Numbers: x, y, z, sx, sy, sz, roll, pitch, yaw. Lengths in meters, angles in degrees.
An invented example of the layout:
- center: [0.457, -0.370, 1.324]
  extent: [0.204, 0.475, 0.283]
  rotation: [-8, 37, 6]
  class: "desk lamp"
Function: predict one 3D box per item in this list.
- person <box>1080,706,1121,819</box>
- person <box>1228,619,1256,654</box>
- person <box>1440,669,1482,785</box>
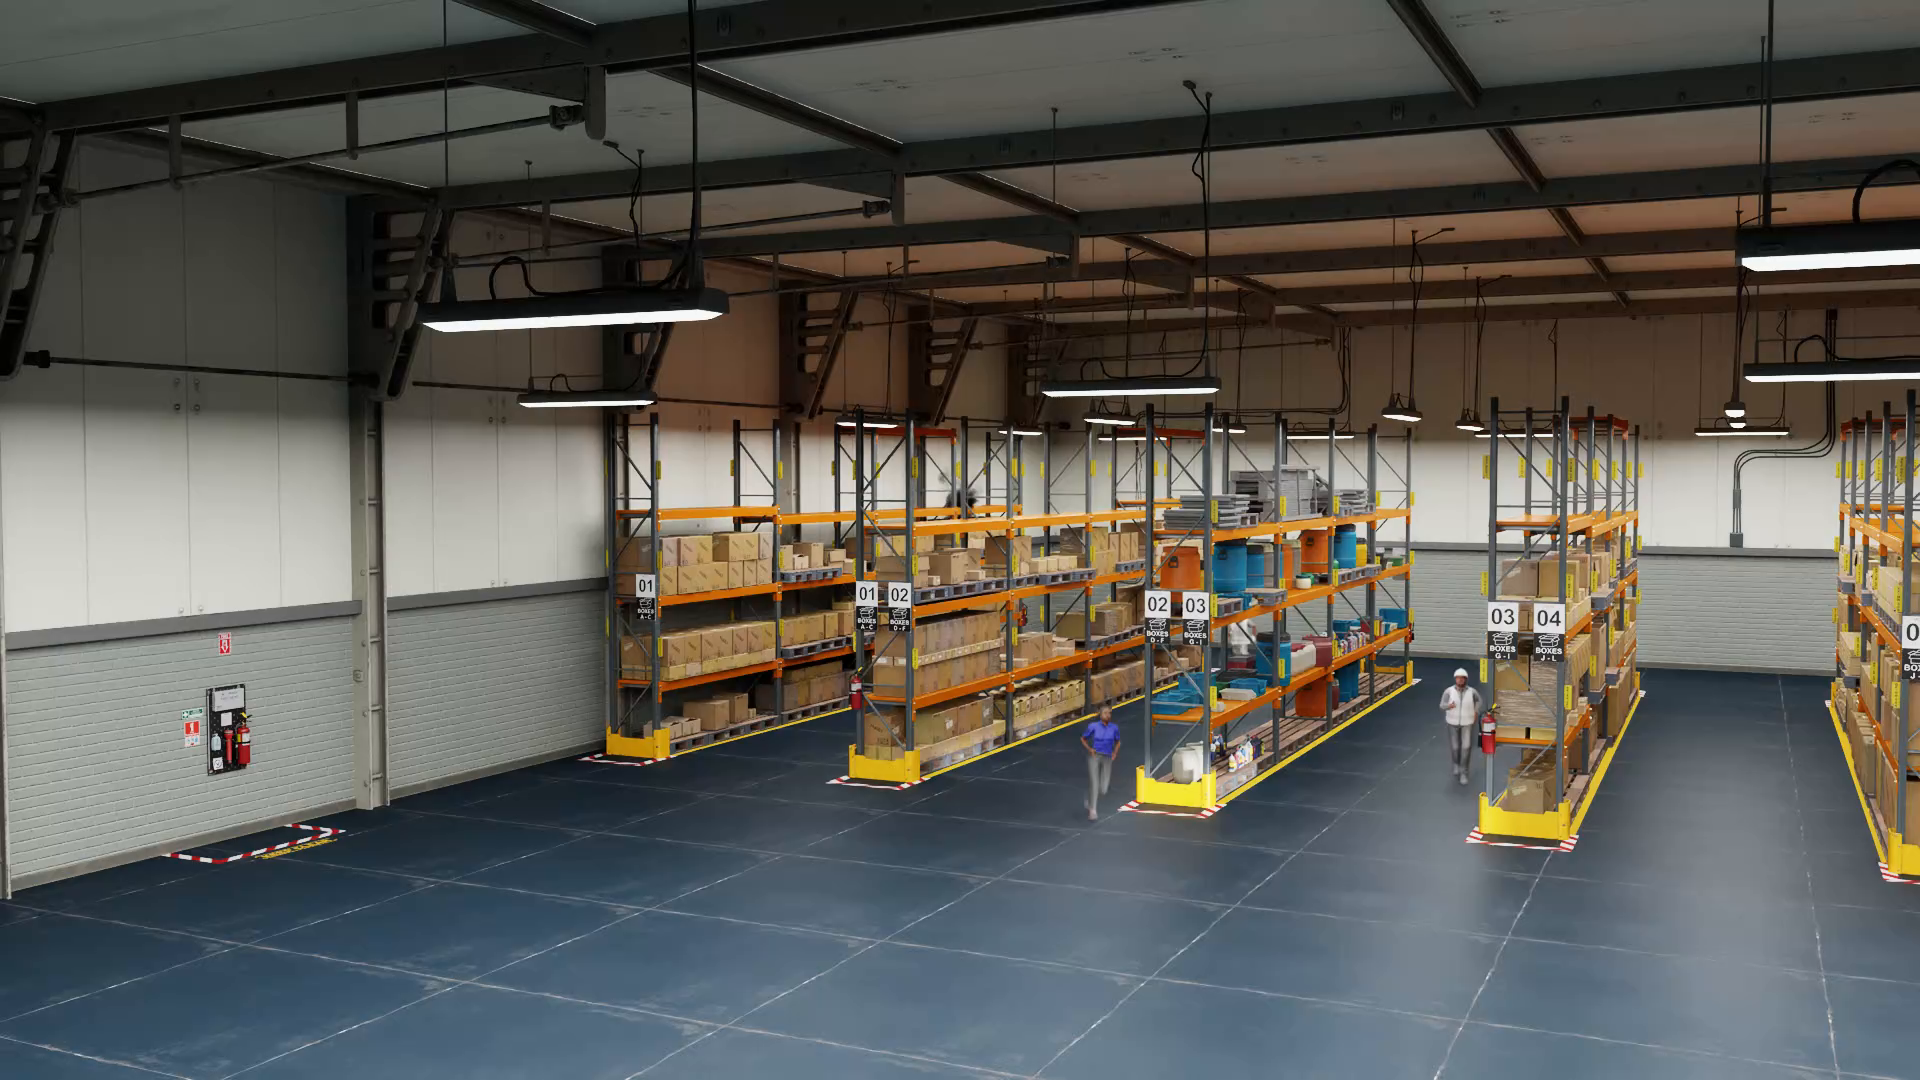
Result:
- center: [2.036, 3.205, 24.109]
  extent: [0.593, 1.591, 0.613]
  rotation: [0, 2, -9]
  class: "person"
- center: [6.522, 2.479, 38.882]
  extent: [0.675, 1.833, 0.779]
  rotation: [1, 3, 22]
  class: "person"
- center: [8.045, 2.972, 26.735]
  extent: [0.650, 1.805, 0.826]
  rotation: [1, 3, 19]
  class: "person"
